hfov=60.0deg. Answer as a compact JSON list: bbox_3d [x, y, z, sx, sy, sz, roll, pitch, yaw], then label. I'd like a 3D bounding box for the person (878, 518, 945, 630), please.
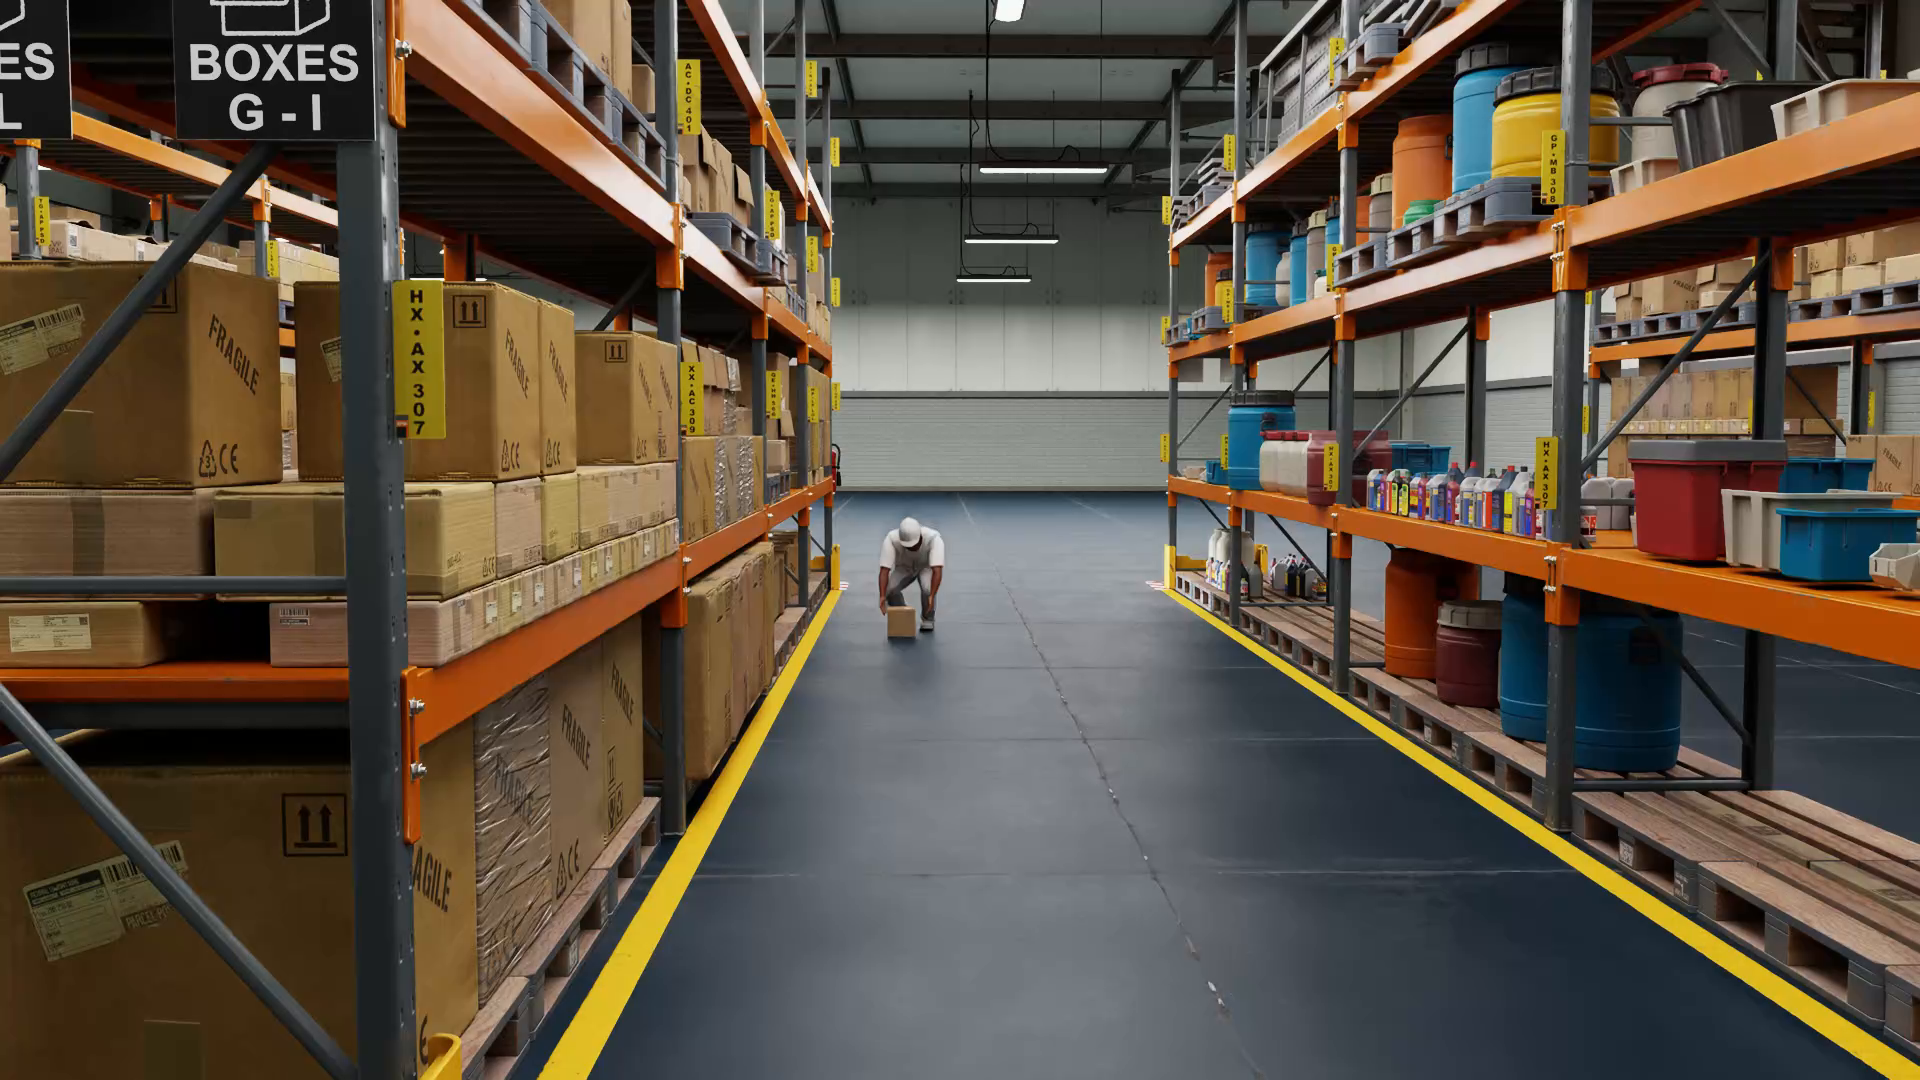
[{"bbox_3d":[-0.407,0.307,15.288,0.596,1.062,0.882,1,4,12],"label":"person"}]
